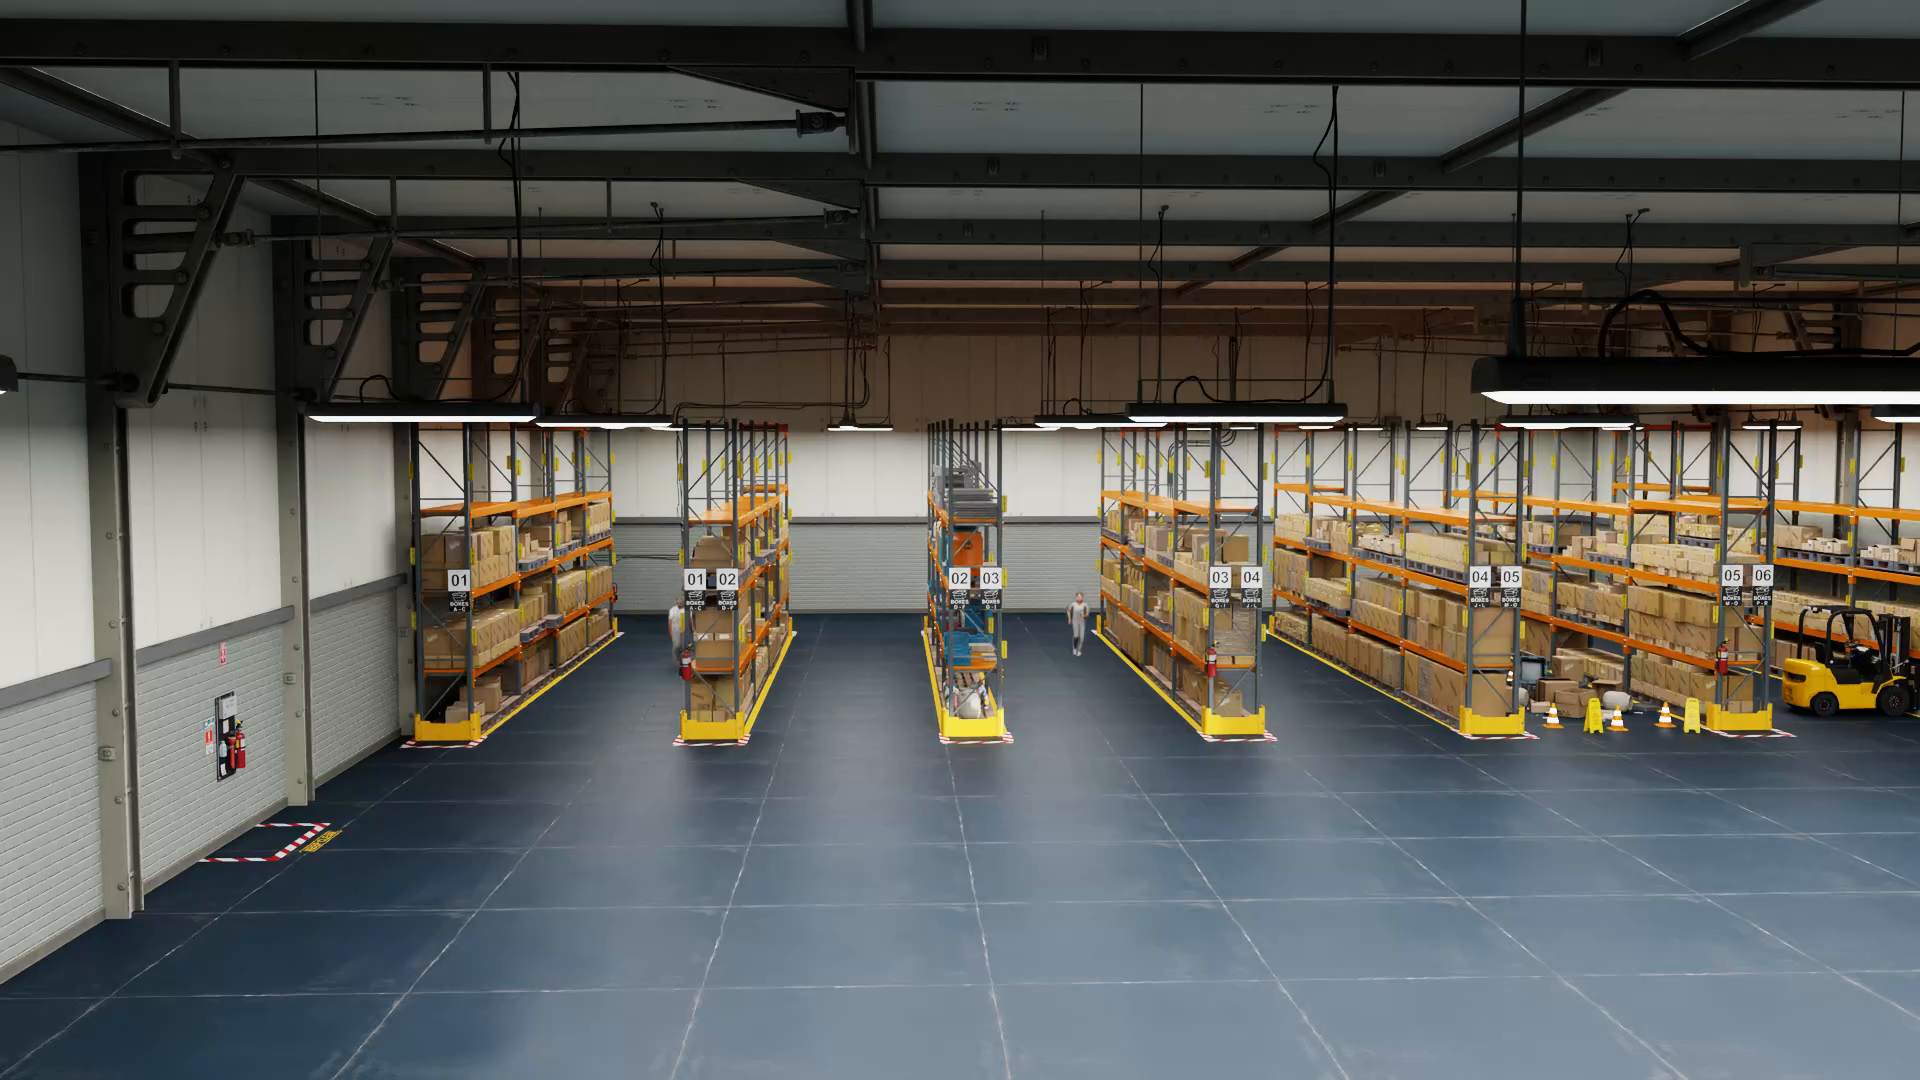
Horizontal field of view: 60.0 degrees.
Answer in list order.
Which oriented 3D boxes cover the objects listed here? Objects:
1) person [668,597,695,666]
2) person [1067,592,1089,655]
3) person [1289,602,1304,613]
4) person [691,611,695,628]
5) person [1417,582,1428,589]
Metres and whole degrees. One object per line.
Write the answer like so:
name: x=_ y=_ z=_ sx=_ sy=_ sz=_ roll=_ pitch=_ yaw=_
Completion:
person: x=-6.876 y=2.255 z=41.067 sx=0.629 sy=1.735 sz=0.655 roll=-3 pitch=4 yaw=-35
person: x=3.044 y=2.160 z=42.621 sx=0.535 sy=1.632 sz=0.622 roll=0 pitch=4 yaw=-4
person: x=10.013 y=1.799 z=48.791 sx=0.643 sy=1.647 sz=0.625 roll=0 pitch=4 yaw=4
person: x=-7.845 y=1.792 z=48.601 sx=0.863 sy=1.674 sz=0.651 roll=1 pitch=4 yaw=16
person: x=13.763 y=1.706 z=49.378 sx=0.826 sy=1.736 sz=0.595 roll=-1 pitch=4 yaw=-11
